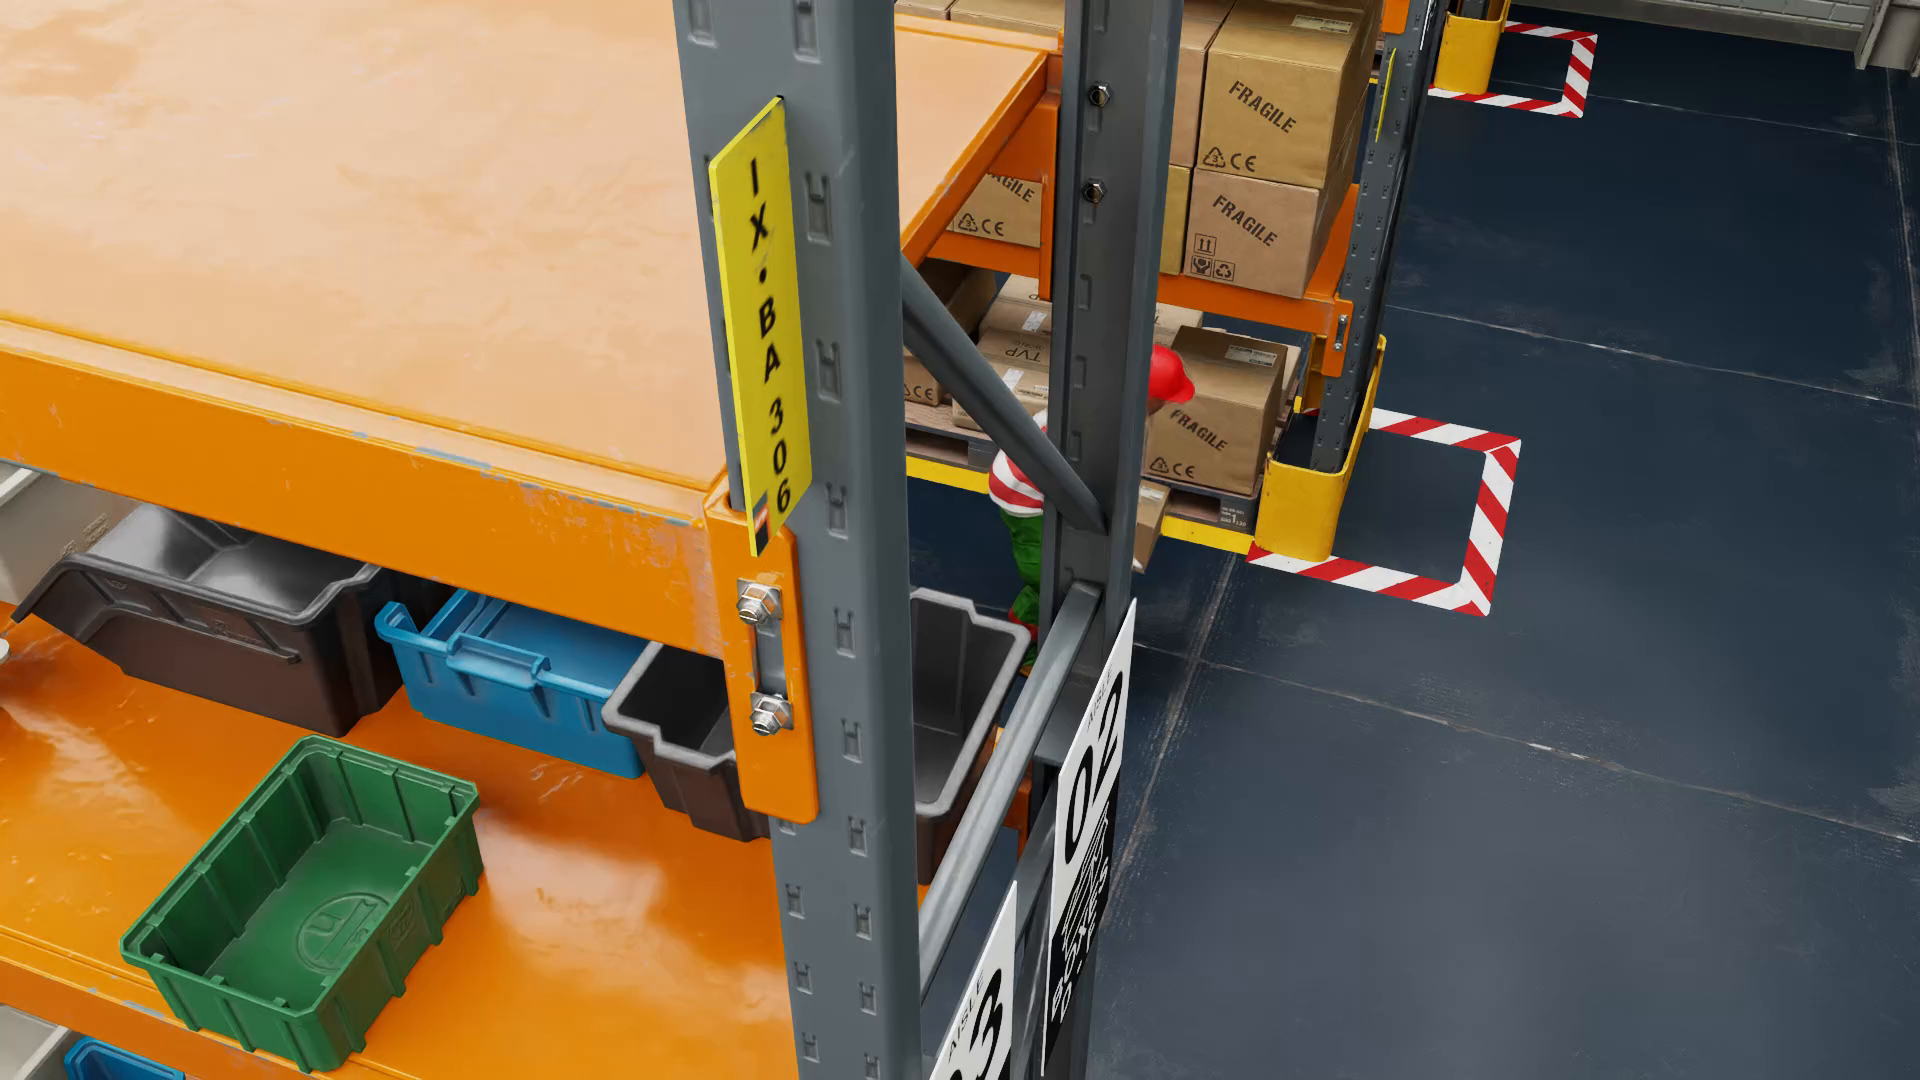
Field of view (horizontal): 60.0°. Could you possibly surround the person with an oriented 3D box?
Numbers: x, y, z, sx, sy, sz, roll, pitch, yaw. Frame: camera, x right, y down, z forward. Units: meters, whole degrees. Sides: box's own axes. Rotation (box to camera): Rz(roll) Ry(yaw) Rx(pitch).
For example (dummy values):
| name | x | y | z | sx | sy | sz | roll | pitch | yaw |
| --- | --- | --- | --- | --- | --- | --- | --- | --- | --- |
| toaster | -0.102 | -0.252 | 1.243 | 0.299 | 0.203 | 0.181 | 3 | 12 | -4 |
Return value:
| name | x | y | z | sx | sy | sz | roll | pitch | yaw |
| --- | --- | --- | --- | --- | --- | --- | --- | --- | --- |
| person | 0.487 | -0.114 | 6.497 | 0.741 | 1.627 | 0.490 | 13 | 43 | 14 |
